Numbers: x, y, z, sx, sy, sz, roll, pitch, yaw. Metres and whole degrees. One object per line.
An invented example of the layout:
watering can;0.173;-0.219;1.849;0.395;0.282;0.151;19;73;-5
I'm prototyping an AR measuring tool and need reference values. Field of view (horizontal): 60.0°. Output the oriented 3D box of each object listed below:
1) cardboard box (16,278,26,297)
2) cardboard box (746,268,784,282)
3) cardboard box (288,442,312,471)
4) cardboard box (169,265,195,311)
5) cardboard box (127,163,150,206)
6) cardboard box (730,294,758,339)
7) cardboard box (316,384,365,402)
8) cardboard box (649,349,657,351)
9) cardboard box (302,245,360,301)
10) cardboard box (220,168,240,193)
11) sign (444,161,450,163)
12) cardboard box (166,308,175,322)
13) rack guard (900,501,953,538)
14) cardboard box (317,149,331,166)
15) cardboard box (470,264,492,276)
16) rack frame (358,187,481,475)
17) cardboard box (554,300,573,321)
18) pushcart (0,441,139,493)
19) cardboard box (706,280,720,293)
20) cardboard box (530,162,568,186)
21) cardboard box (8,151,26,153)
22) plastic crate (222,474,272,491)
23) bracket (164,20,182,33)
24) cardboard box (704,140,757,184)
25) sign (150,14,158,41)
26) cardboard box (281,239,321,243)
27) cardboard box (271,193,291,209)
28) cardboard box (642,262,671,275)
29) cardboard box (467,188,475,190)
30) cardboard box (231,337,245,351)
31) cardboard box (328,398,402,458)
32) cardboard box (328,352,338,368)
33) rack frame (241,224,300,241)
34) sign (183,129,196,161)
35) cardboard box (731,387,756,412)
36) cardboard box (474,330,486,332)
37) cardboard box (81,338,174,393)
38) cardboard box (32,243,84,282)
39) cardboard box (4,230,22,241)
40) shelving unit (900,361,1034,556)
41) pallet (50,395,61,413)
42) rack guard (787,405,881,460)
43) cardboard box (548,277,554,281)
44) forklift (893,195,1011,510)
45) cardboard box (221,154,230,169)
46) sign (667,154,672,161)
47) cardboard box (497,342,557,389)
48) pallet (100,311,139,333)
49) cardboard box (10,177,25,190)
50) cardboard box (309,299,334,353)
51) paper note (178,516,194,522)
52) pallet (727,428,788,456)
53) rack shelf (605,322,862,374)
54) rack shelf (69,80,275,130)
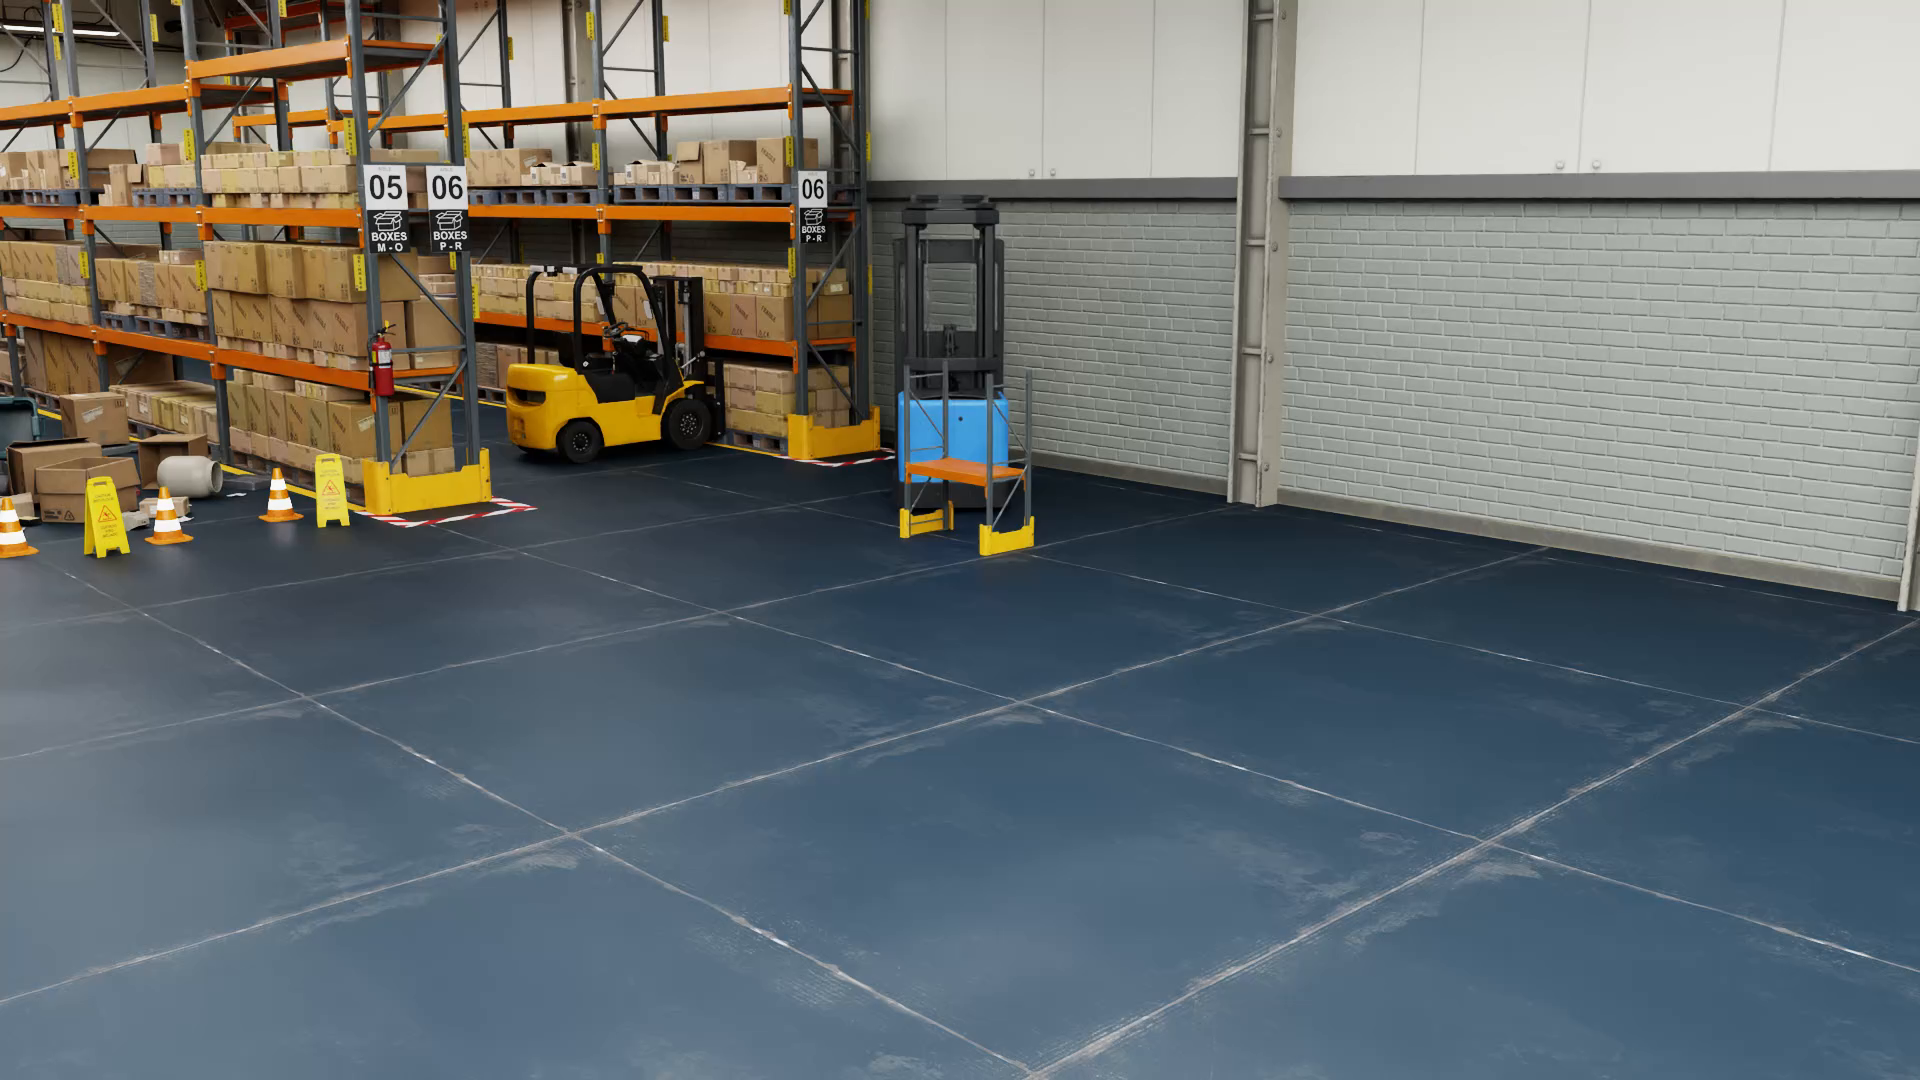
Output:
cardboard box;-12.861;-3.537;23.277;0.500;0.250;0.500;-11;16;-42
cardboard box;-2.260;-3.083;19.351;0.380;0.149;0.250;-10;16;-41
cardboard box;-6.525;-0.882;17.030;0.500;0.250;0.500;11;16;43
cardboard box;-8.645;-2.881;18.938;0.500;0.500;0.500;-11;16;-42
cardboard box;-9.505;-4.258;19.958;0.797;0.503;0.637;-11;16;-43
cardboard box;-2.348;-2.643;19.560;0.500;0.500;0.500;-10;15;-41
cardboard box;-6.099;-1.459;16.365;0.380;0.149;0.250;-10;15;-41
cardboard box;-3.750;-2.370;21.775;0.500;0.250;0.500;-10;16;-41
cardboard box;-5.909;-2.593;16.102;0.700;0.500;0.500;-11;16;-42
cardboard box;-7.348;-3.739;17.325;0.500;0.250;0.500;-11;16;-43
sign;-7.386;-5.297;23.971;0.100;0.325;0.005;-11;16;-43
cardboard box;-8.924;-2.603;19.194;0.380;0.149;0.250;-11;16;-42
rack guard;-0.291;-0.184;14.685;0.587;0.250;0.087;-11;16;-43
cardboard box;-5.842;-3.612;15.724;0.380;0.149;0.250;-11;16;-43
cardboard box;-6.985;-3.929;24.191;0.380;0.149;0.250;-10;15;-41
rack frame;-5.055;-1.790;15.665;1.000;3.000;0.127;-11;16;-43
cardboard box;-5.118;-3.102;22.406;0.500;0.250;0.500;-11;16;-43
pushcart;-9.431;-0.764;17.185;0.936;0.377;1.648;6;13;26
cardboard box;-2.813;-3.044;19.898;0.380;0.149;0.250;-11;16;-42
cardboard box;-5.436;-4.930;22.404;0.500;0.311;0.500;11;16;43
cardboard box;-13.596;-5.429;24.359;0.500;0.500;0.500;-11;16;-42
plastic crate;-7.326;-0.600;17.126;0.583;0.080;0.402;6;13;26
bracket;-15.907;-10.394;33.643;0.235;0.232;0.430;-11;16;-43
cardboard box;-2.584;-4.449;19.602;0.700;0.500;0.500;-11;16;-42
sign;-10.194;-6.469;20.998;0.100;0.325;0.005;-11;16;-43
cardboard box;-11.362;-4.934;28.702;0.500;0.500;0.500;-10;16;-41
cardboard box;-6.596;-3.367;16.509;0.380;0.149;0.250;-11;16;-43
cardboard box;-3.795;-3.429;21.028;0.380;0.149;0.250;-11;16;-44
cardboard box;-7.522;-5.086;24.604;0.500;0.250;0.500;11;16;43
cardboard box;-7.619;-2.130;17.940;0.380;0.149;0.250;-10;15;-41
cardboard box;-5.796;-1.097;16.215;0.500;0.500;0.500;-11;16;-42
cardboard box;-5.884;-1.753;16.111;0.380;0.149;0.250;-11;16;-44
rack frame;-12.517;-4.817;30.359;1.000;3.000;0.127;-11;16;-43
sign;-8.216;-4.211;17.726;0.100;0.325;0.005;-11;16;-43
cardboard box;-2.368;-1.688;19.705;0.500;0.250;0.500;-11;16;-43
cardboard box;-7.641;-3.188;26.000;0.250;0.149;0.380;11;16;43
cardboard box;-10.996;-2.235;22.049;0.875;0.875;0.875;-11;16;-43
cardboard box;-12.168;-3.757;22.488;0.500;0.500;0.500;-11;16;-43
cardboard box;-13.784;-4.398;23.992;0.380;0.149;0.250;-11;16;-44
shelving unit;0.053;-0.723;14.206;0.587;1.500;1.083;-11;16;-43
pallet;-11.907;-1.895;23.087;1.003;0.211;1.213;-11;16;-43
rack guard;-1.451;-1.254;19.260;1.175;0.500;0.348;-11;16;-43
cardboard box;-5.361;-3.596;22.579;0.250;0.149;0.380;11;16;44
forklift;-0.122;-1.969;16.706;1.130;2.935;3.031;-1;12;-3
cardboard box;-7.459;-3.945;17.339;0.250;0.149;0.380;11;16;43
sign;-3.829;-4.904;21.872;0.100;0.325;0.005;-11;16;-43
cardboard box;-6.114;-2.505;23.981;0.875;0.625;0.625;-10;15;-41
pallet;-10.010;-2.774;20.919;1.213;0.211;1.003;-11;16;-43
cardboard box;-12.721;-4.868;22.711;0.250;0.166;0.380;10;16;41
cardboard box;-5.971;-2.099;16.181;0.500;0.500;0.500;-11;16;-42
paper note;-7.147;-0.196;15.288;0.142;0.019;0.148;6;13;26
pallet;-2.026;-1.222;19.820;1.003;0.211;1.213;-11;16;-43
rack shelf;-2.848;-2.422;20.514;1.077;0.370;4.000;-11;16;-43
rack shelf;-9.198;-5.055;19.423;1.077;0.370;4.000;-11;16;-43
